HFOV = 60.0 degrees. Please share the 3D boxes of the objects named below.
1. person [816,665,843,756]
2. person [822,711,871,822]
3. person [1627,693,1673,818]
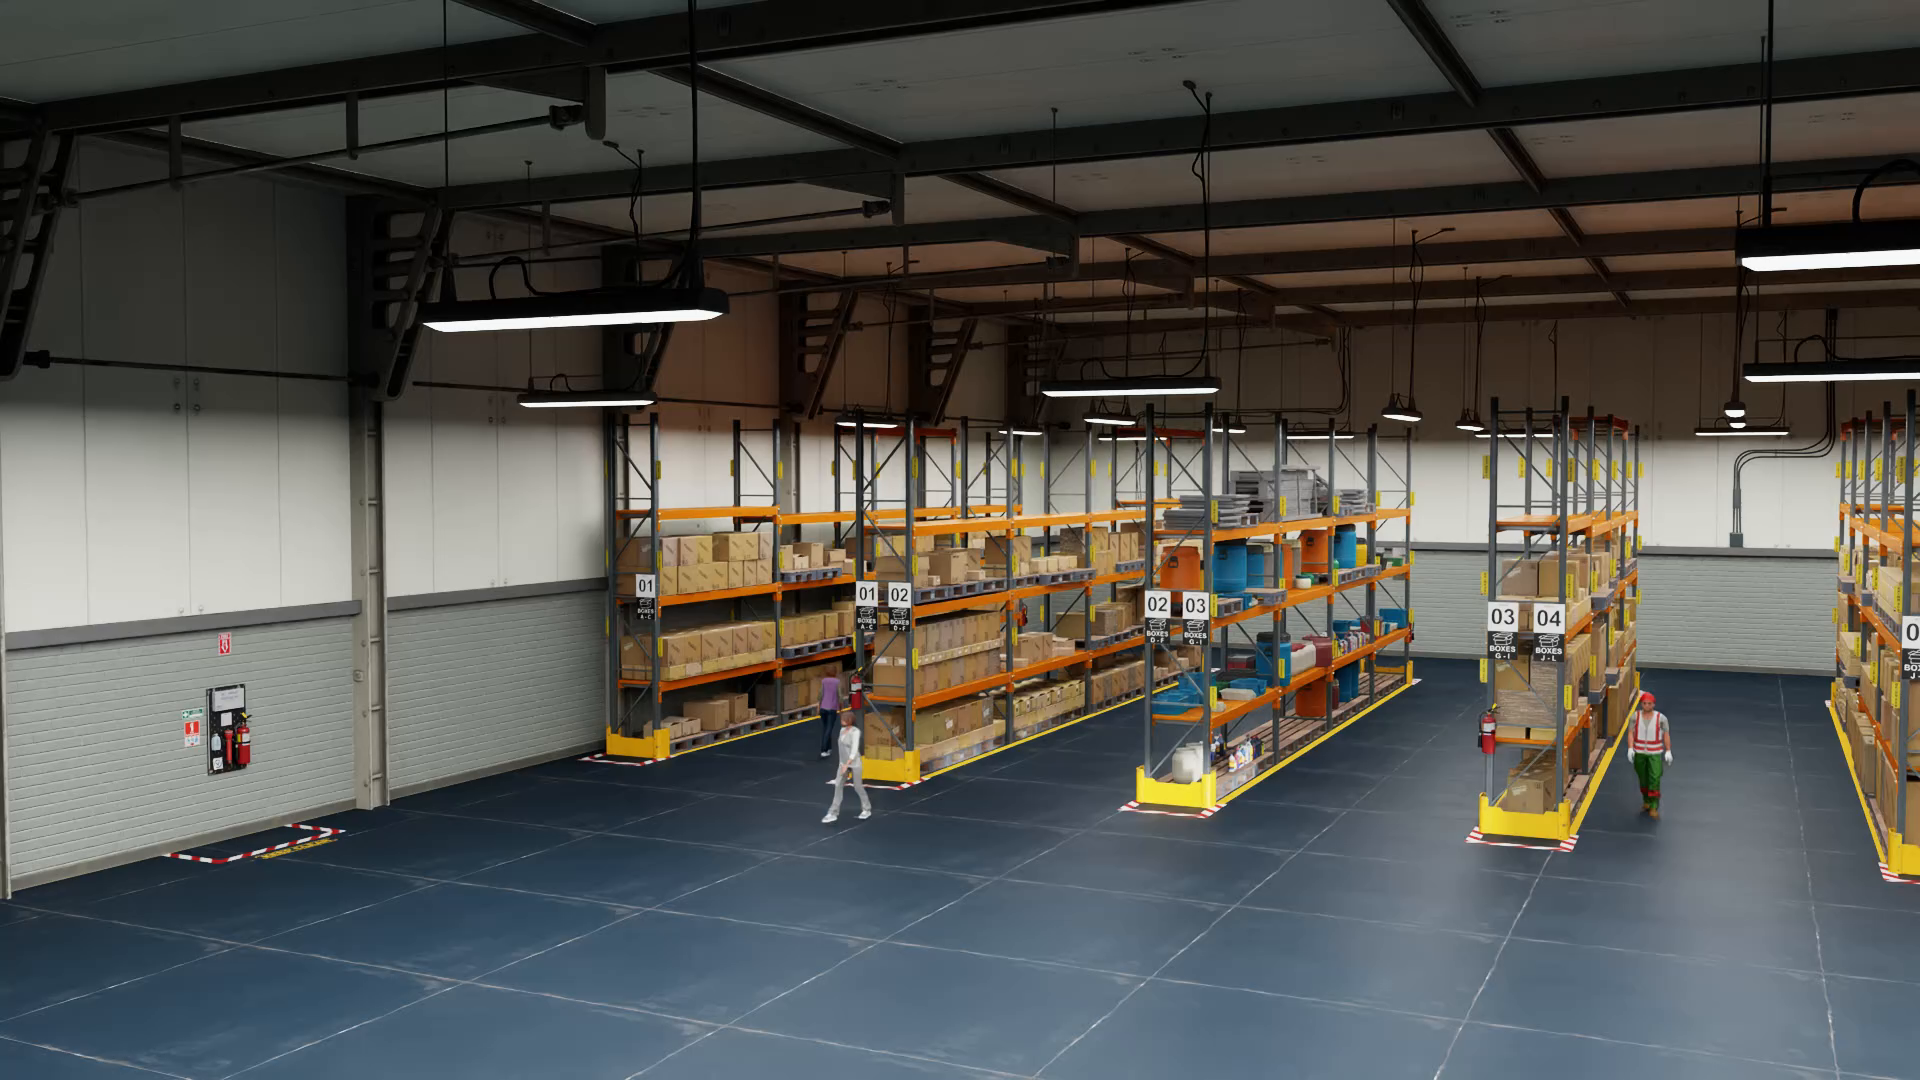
[{"bbox_3d":[-2.272,3.012,29.116,0.435,1.581,0.664,1,3,19],"label":"person"},{"bbox_3d":[-1.619,3.213,23.586,0.437,1.549,0.877,2,3,44],"label":"person"},{"bbox_3d":[9.960,3.084,24.062,0.587,1.742,0.925,2,3,34],"label":"person"}]
